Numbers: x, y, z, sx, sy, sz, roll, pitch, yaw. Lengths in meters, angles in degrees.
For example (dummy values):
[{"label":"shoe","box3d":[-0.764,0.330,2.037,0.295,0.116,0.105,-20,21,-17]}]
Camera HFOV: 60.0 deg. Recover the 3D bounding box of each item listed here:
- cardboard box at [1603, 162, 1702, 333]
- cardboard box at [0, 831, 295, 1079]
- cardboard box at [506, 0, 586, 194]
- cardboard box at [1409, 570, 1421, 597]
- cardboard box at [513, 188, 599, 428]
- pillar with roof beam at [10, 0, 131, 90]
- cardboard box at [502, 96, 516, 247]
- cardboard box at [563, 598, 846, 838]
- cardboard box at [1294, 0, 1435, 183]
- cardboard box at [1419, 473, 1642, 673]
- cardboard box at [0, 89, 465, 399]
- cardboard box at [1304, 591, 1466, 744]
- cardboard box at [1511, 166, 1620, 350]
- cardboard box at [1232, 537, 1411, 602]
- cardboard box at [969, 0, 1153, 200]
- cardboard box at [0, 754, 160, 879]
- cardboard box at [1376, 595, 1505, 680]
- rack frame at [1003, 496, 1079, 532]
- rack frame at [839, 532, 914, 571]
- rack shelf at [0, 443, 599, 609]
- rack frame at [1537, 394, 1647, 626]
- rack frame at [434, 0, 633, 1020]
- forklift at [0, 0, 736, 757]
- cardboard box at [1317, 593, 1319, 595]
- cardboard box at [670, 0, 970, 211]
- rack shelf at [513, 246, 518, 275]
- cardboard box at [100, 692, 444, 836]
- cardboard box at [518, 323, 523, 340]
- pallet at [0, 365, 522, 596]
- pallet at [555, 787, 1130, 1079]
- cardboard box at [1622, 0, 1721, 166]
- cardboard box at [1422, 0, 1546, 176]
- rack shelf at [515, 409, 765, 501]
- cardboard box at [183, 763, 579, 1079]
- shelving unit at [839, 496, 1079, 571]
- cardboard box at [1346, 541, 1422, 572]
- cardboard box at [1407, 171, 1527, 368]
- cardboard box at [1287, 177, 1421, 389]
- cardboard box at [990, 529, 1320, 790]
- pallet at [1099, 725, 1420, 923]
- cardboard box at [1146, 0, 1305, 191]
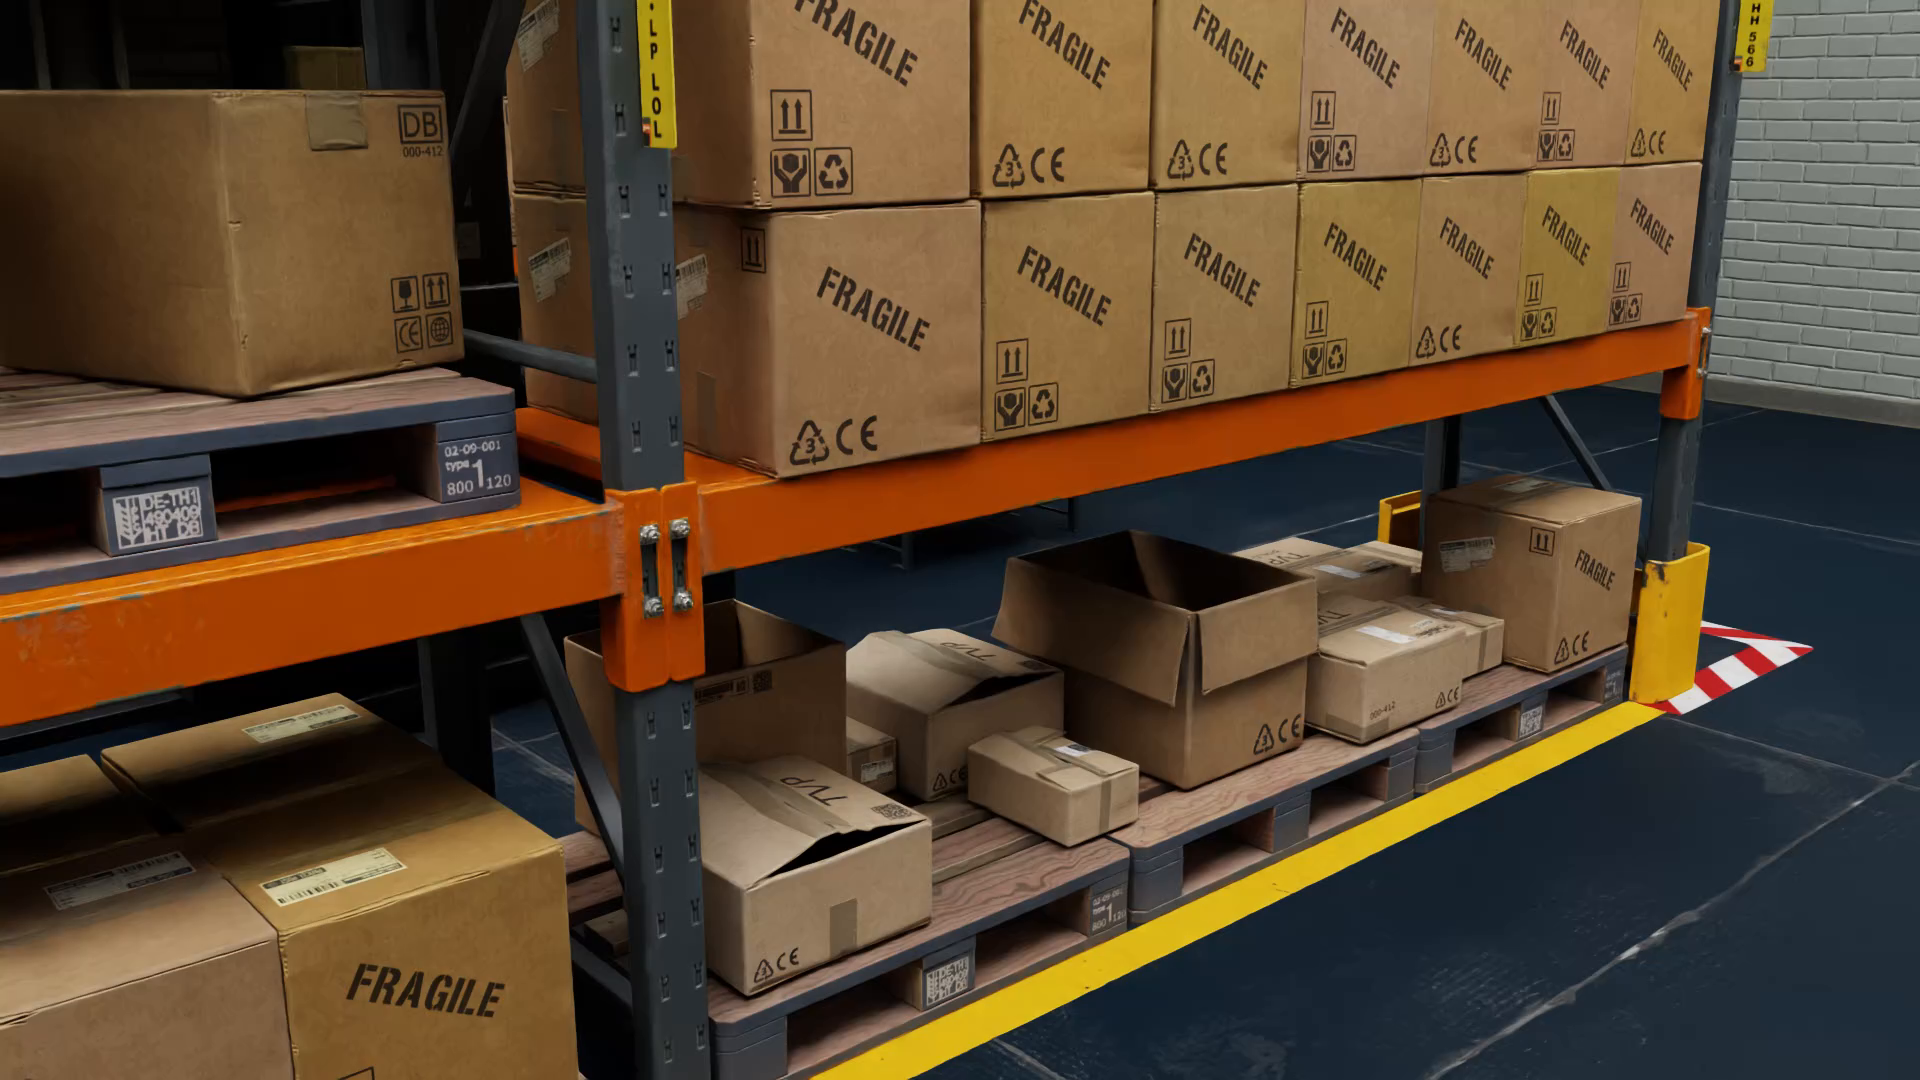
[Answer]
[{"label":"cardboard box","box3d":[1.990,-0.959,5.333,0.500,0.500,0.500,-12,19,-38]},{"label":"cardboard box","box3d":[-1.431,0.855,2.729,0.500,0.500,0.500,-13,19,-39]},{"label":"cardboard box","box3d":[-0.657,-1.029,3.659,0.500,0.500,0.500,-13,19,-39]},{"label":"cardboard box","box3d":[1.419,0.163,5.964,0.250,0.166,0.380,-13,19,-39]},{"label":"cardboard box","box3d":[-0.660,-0.545,3.783,0.500,0.500,0.500,-12,19,-38]},{"label":"pillar with roof beam","box3d":[-1.337,-3.673,4.063,0.400,9.000,9.100,-13,19,-39]},{"label":"cardboard box","box3d":[-2.607,-1.807,8.121,0.700,0.700,0.980,-14,20,-42]},{"label":"cardboard box","box3d":[-0.625,0.482,4.126,0.500,0.500,0.500,-13,19,-39]},{"label":"cardboard box","box3d":[0.837,-1.180,4.225,0.500,0.500,0.500,-12,19,-38]},{"label":"cardboard box","box3d":[1.900,0.096,5.570,0.500,0.500,0.500,-13,19,-39]},{"label":"cardboard box","box3d":[-1.373,-0.576,3.087,0.700,0.500,0.500,8,17,28]},{"label":"cardboard box","box3d":[1.164,0.372,5.022,0.500,0.250,0.500,-13,19,-39]},{"label":"cardboard box","box3d":[1.601,-0.870,5.002,0.500,0.500,0.500,-12,19,-39]},{"label":"cardboard box","box3d":[1.175,0.198,5.672,0.500,0.250,0.500,-13,19,-39]},{"label":"cardboard box","box3d":[0.060,-1.006,3.571,0.500,0.500,0.500,-13,20,-41]},{"label":"cardboard box","box3d":[-1.789,0.760,3.082,0.500,0.500,0.500,-12,19,-39]},{"label":"cardboard box","box3d":[1.536,0.308,5.422,0.250,0.166,0.380,-13,19,-39]},{"label":"rack frame","box3d":[0.389,-0.631,7.932,0.032,1.125,0.500,-13,19,-39]},{"label":"rack frame","box3d":[-0.378,-0.458,7.287,0.032,1.125,0.500,-13,19,-39]},{"label":"rack shelf","box3d":[-2.377,0.196,2.082,3.809,0.052,0.919,-13,19,-39]},{"label":"rack frame","box3d":[2.147,-1.040,5.831,0.053,2.616,0.949,-13,19,-39]},{"label":"rack frame","box3d":[-0.871,-0.362,3.294,0.053,2.616,0.949,-13,19,-39]},{"label":"forklift","box3d":[-2.263,-0.864,5.303,3.031,2.935,1.130,-14,20,-42]},{"label":"cardboard box","box3d":[0.798,0.283,5.355,0.500,0.250,0.500,-13,19,-39]},{"label":"cardboard box","box3d":[-0.329,-0.918,3.244,0.500,0.500,0.500,-12,19,-38]},{"label":"rack shelf","box3d":[-2.615,-1.317,8.261,4.000,0.370,1.077,-13,19,-39]},{"label":"cardboard box","box3d":[-1.394,0.668,3.429,0.500,0.500,0.500,-14,20,-42]},{"label":"cardboard box","box3d":[-2.367,-1.062,8.688,0.250,0.149,0.380,-12,19,-39]},{"label":"pallet","box3d":[-1.543,-0.155,2.890,1.213,0.211,1.003,-13,19,-39]},{"label":"pallet","box3d":[-0.350,0.869,4.087,1.213,0.211,1.003,-13,19,-39]},{"label":"cardboard box","box3d":[1.994,-1.442,5.204,0.500,0.500,0.500,-13,20,-40]},{"label":"cardboard box","box3d":[1.225,-1.267,4.551,0.500,0.500,0.500,-12,19,-38]},{"label":"rack shelf","box3d":[0.640,-0.447,4.628,3.809,0.124,0.919,-13,19,-39]},{"label":"cardboard box","box3d":[-1.053,0.773,3.036,0.500,0.500,0.500,-13,20,-40]},{"label":"shelving unit","box3d":[0.005,-0.545,7.609,1.048,1.125,0.538,-13,19,-39]},{"label":"cardboard box","box3d":[1.607,0.129,6.125,0.250,0.149,0.380,-13,19,-39]},{"label":"cardboard box","box3d":[1.221,-0.787,4.689,0.500,0.500,0.500,-12,19,-39]},{"label":"cardboard box","box3d":[0.840,-0.702,4.370,0.500,0.500,0.500,-13,20,-40]},{"label":"cardboard box","box3d":[0.545,0.312,4.753,0.637,0.503,0.797,-13,19,-39]},{"label":"pallet","box3d":[0.571,0.662,4.864,1.213,0.211,1.003,-13,19,-39]},{"label":"cardboard box","box3d":[0.448,-1.093,3.897,0.500,0.500,0.500,-13,20,-41]}]
